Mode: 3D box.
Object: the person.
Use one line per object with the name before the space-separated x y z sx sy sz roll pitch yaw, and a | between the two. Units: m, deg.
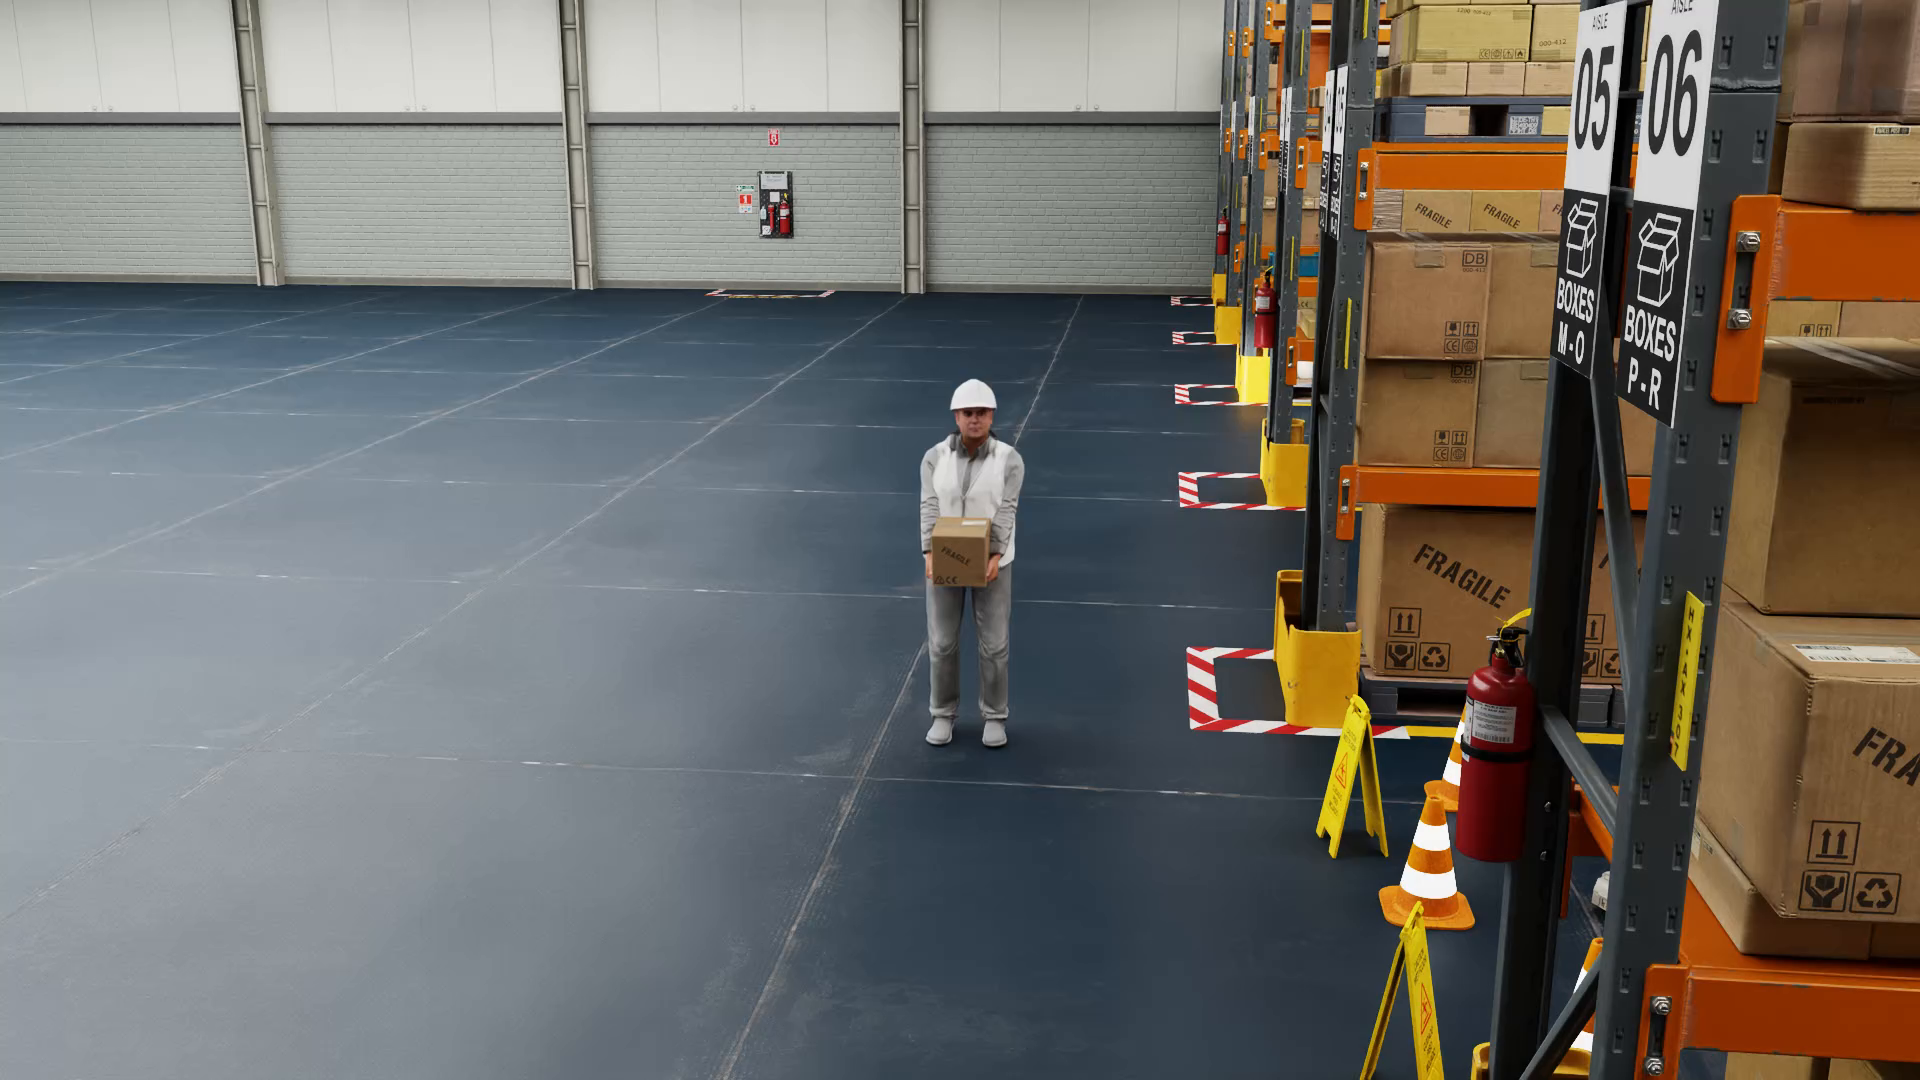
person | 0.048 0.134 7.931 0.495 1.770 0.555 2 14 7
